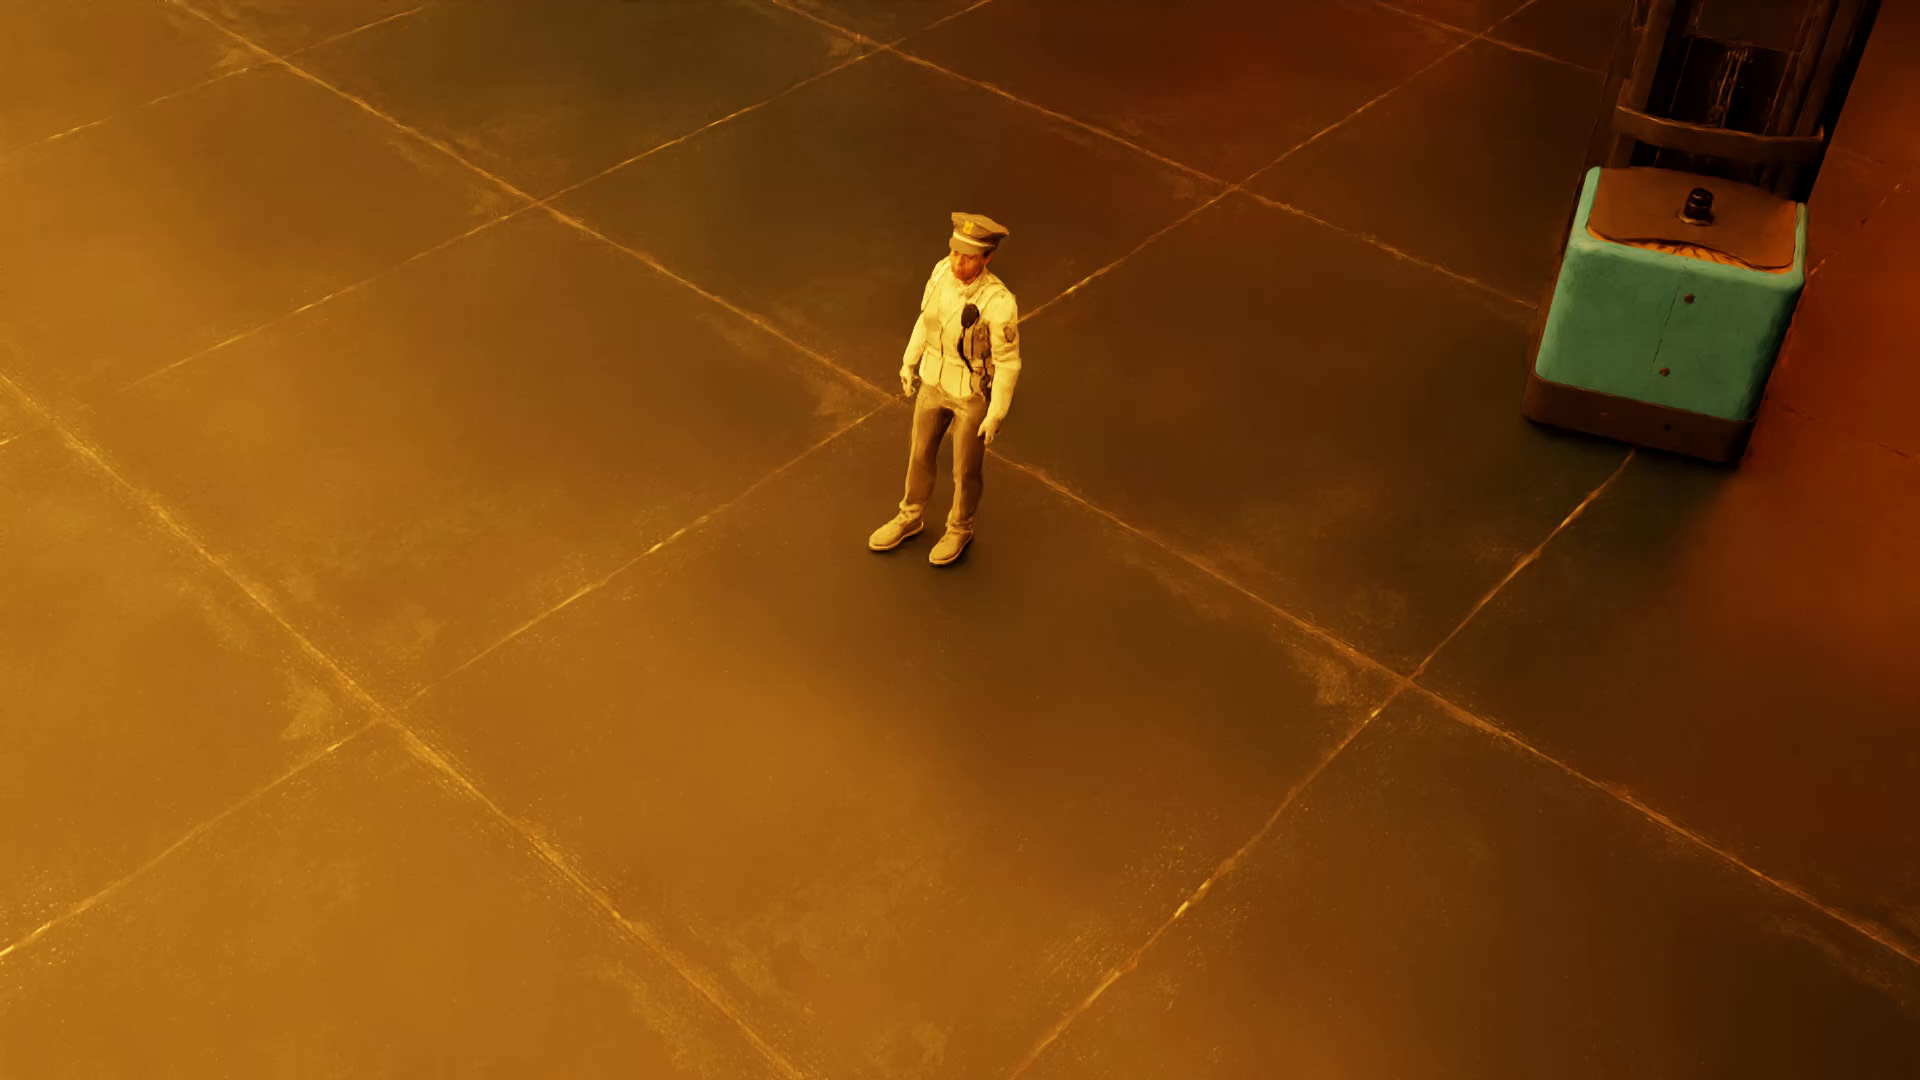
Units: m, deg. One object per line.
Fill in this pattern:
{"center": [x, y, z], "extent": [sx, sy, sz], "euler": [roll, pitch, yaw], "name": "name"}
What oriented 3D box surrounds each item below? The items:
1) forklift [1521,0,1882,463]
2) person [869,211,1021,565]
{"center": [3.843, -2.448, 8.282], "extent": [1.130, 2.935, 3.031], "euler": [15, 43, 17], "name": "forklift"}
{"center": [-0.051, -0.620, 7.088], "extent": [0.586, 1.695, 0.533], "euler": [31, 49, 31], "name": "person"}
